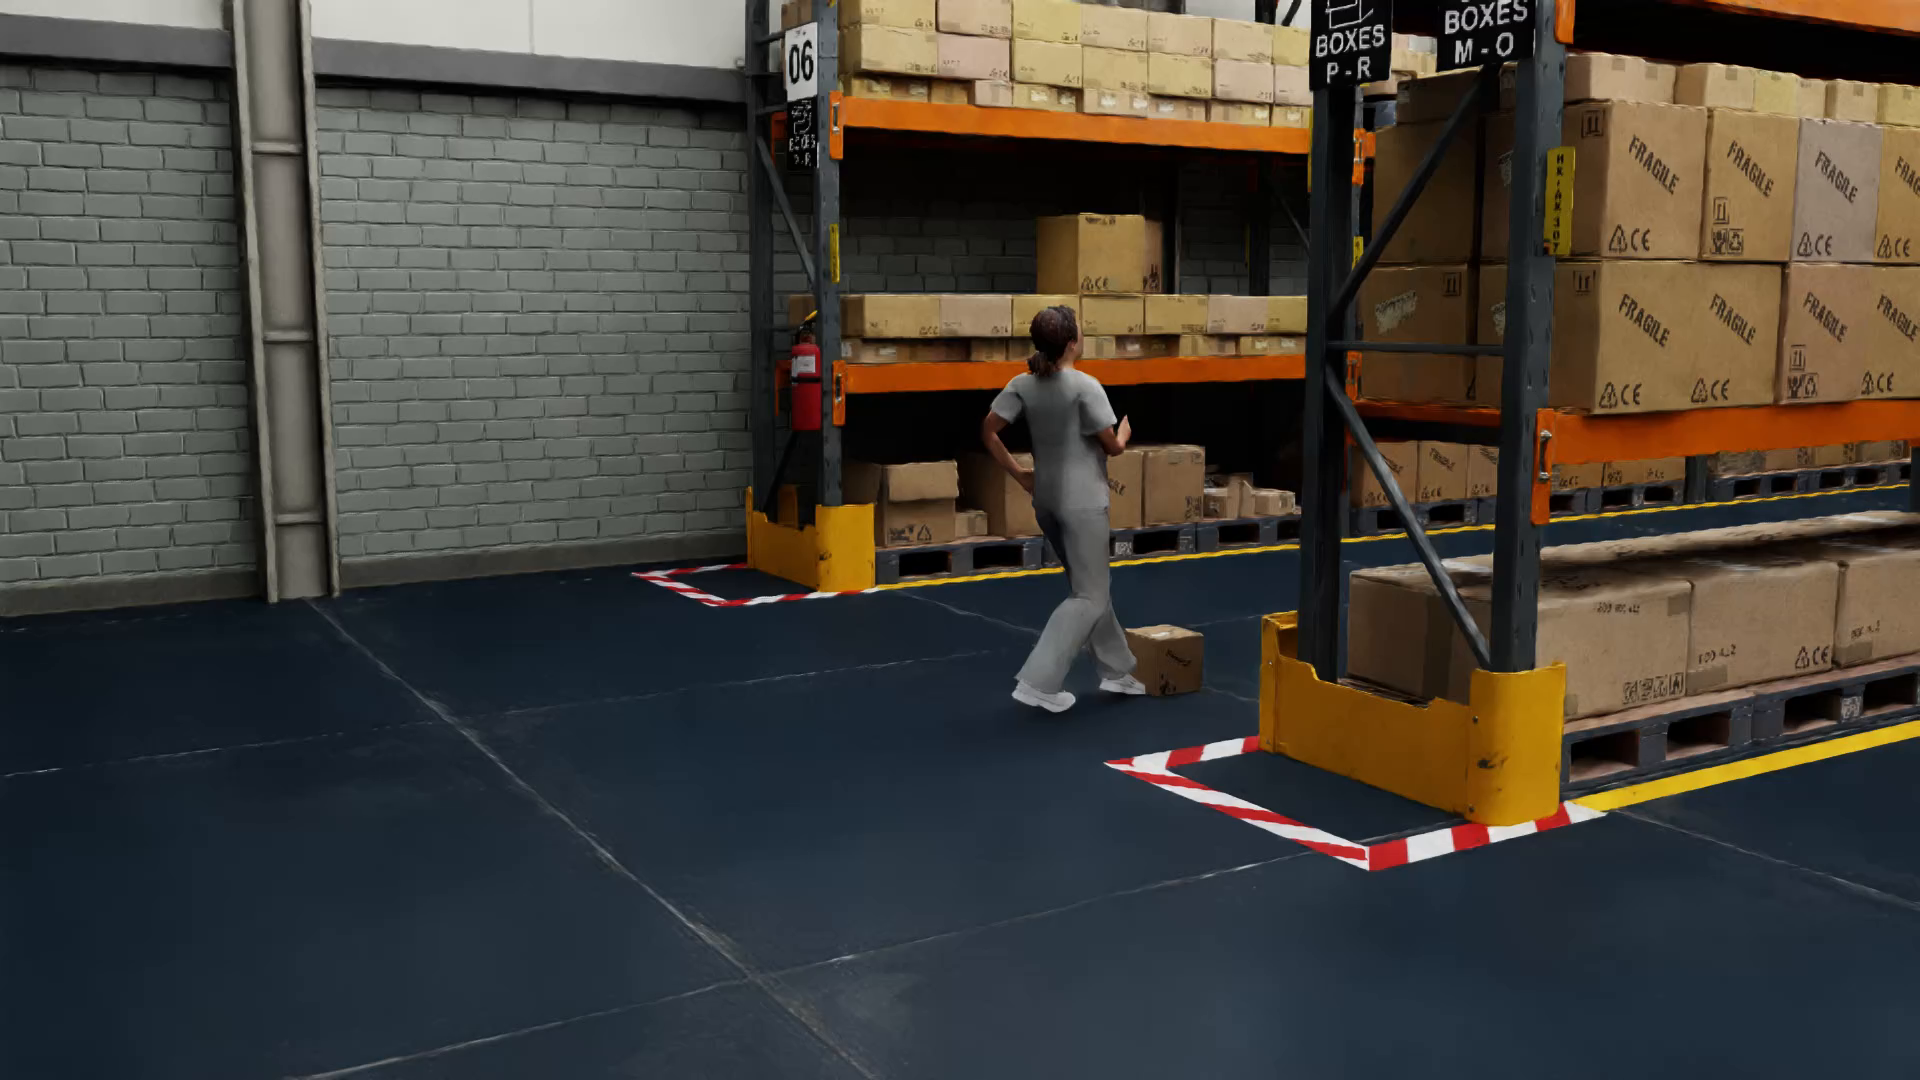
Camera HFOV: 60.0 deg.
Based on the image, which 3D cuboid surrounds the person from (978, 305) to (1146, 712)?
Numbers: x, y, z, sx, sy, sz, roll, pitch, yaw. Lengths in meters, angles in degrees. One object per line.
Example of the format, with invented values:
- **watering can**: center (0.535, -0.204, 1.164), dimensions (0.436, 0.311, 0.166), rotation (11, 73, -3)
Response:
- **person**: center (0.532, -0.113, 6.763), dimensions (0.789, 1.649, 0.527), rotation (-6, 10, -34)
